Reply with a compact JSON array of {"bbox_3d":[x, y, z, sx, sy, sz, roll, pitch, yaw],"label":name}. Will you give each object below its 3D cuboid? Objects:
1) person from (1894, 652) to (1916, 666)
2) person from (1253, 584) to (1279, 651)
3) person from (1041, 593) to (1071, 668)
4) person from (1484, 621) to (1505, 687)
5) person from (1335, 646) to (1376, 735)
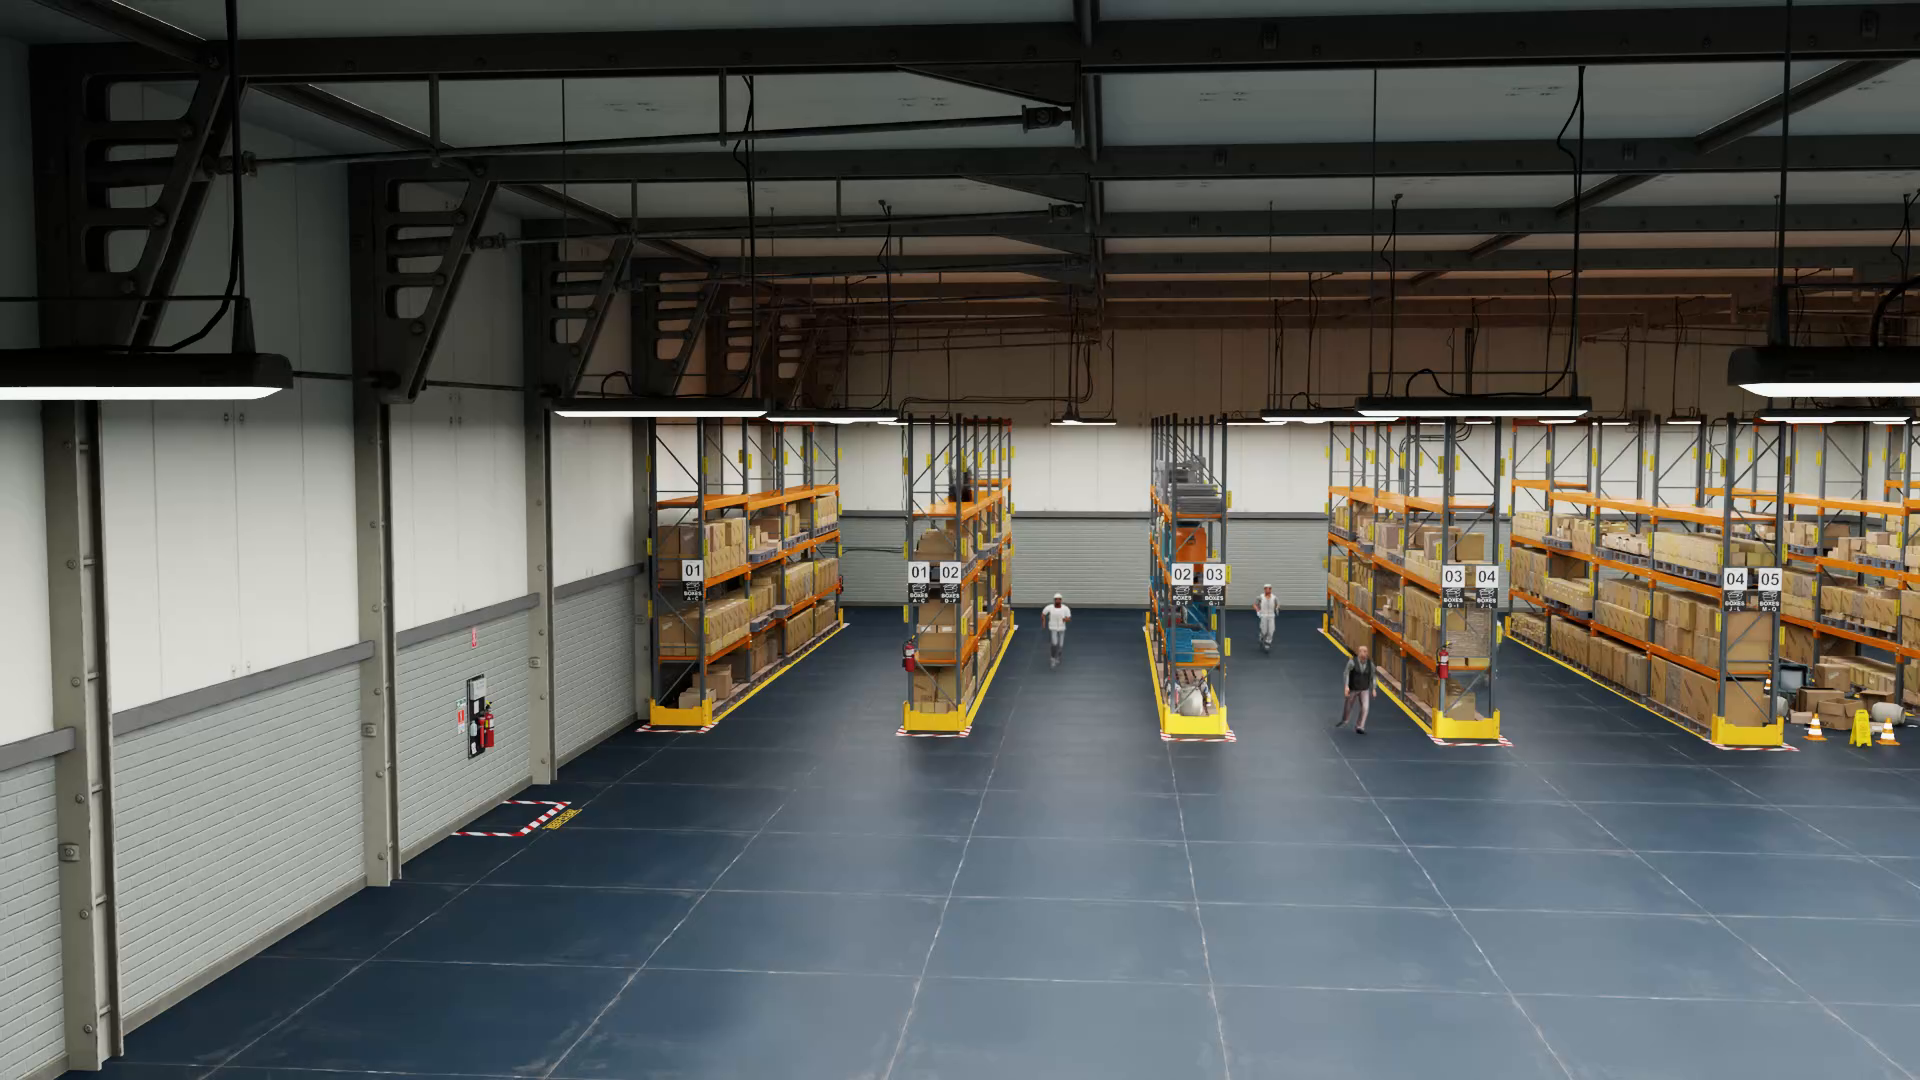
[{"bbox_3d":[22.301,2.220,39.131,0.691,1.746,0.922,-1,4,-10],"label":"person"},{"bbox_3d":[7.862,1.990,42.493,0.643,1.743,0.606,0,4,-2],"label":"person"},{"bbox_3d":[2.328,2.168,39.785,0.661,1.789,0.721,-1,4,-10],"label":"person"},{"bbox_3d":[11.845,2.407,37.164,0.594,1.723,0.777,0,4,3],"label":"person"},{"bbox_3d":[7.472,2.800,31.278,0.668,1.649,0.817,0,4,-5],"label":"person"}]
